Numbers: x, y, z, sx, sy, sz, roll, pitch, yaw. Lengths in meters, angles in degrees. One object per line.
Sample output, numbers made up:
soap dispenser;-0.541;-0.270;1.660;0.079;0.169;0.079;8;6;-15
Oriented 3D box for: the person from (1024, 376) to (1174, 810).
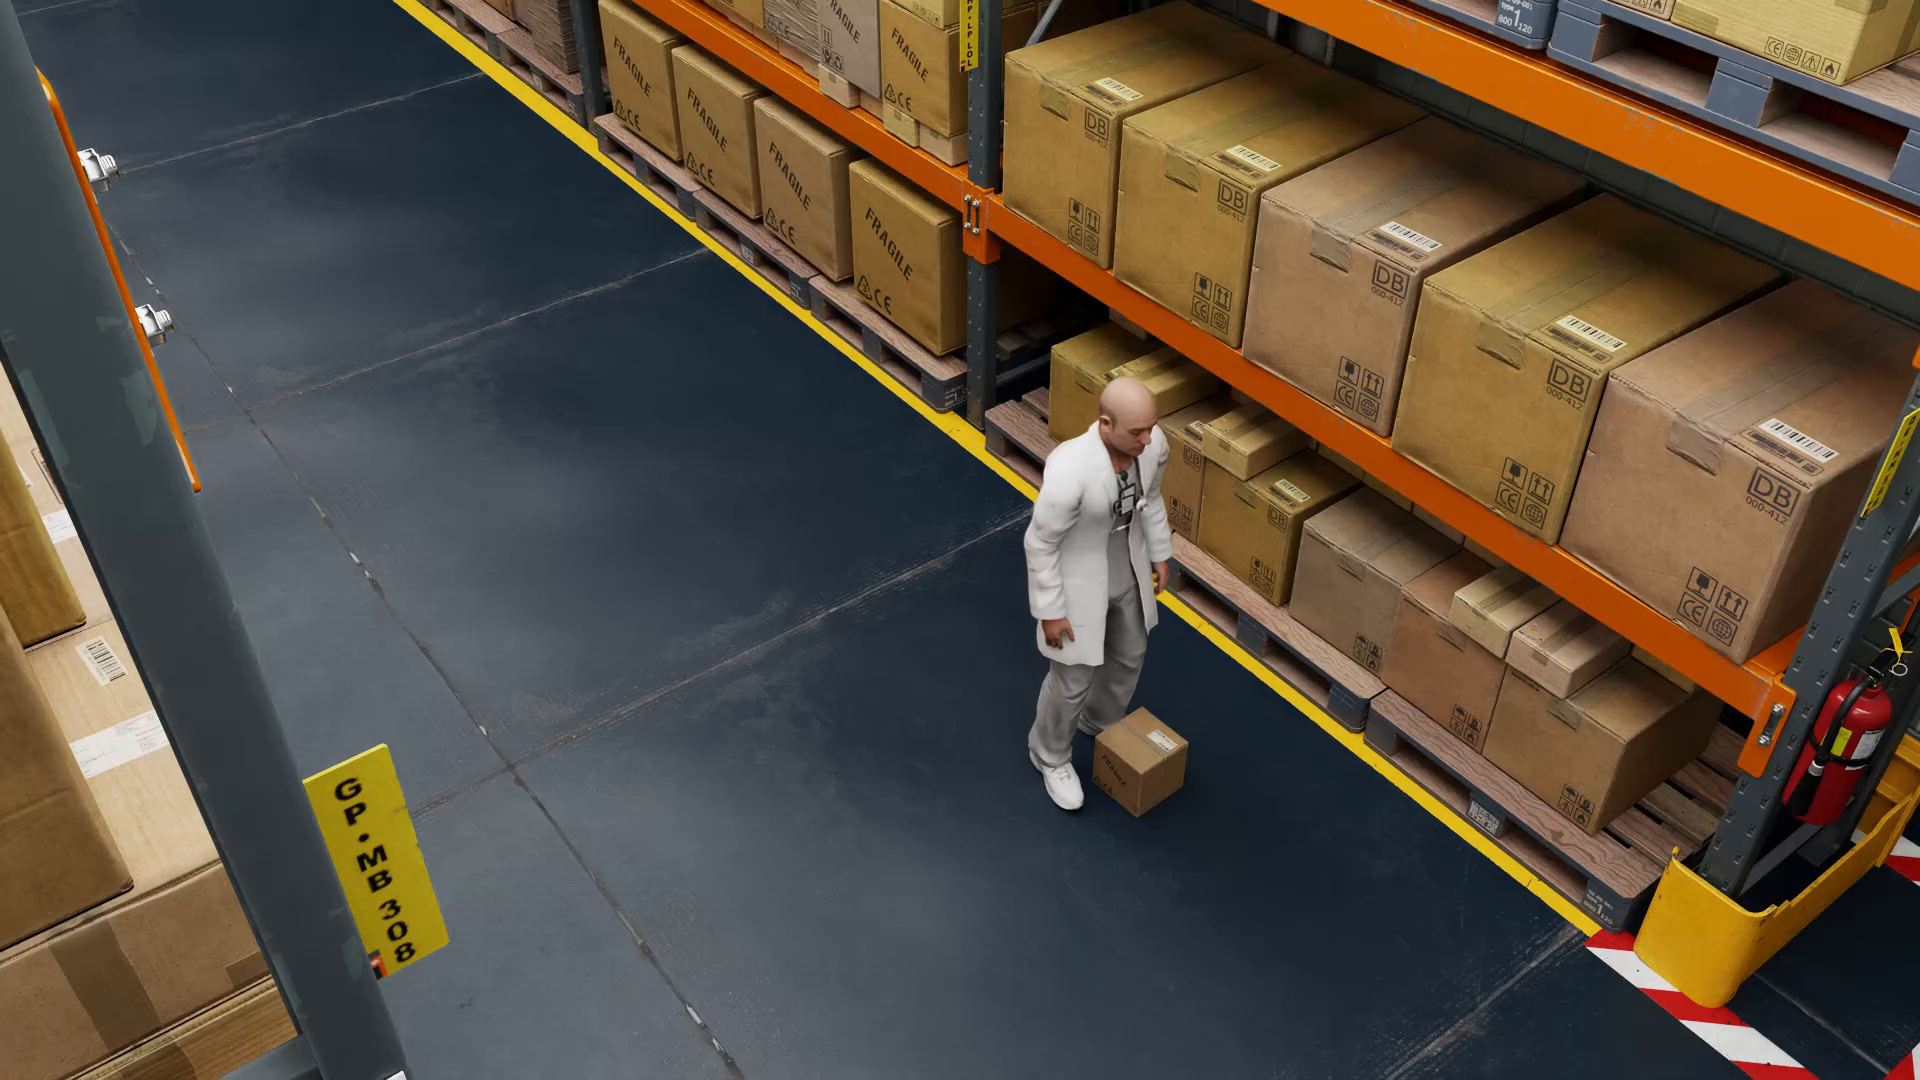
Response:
person;0.507;0.156;5.980;0.644;1.774;0.427;-27;47;-28
